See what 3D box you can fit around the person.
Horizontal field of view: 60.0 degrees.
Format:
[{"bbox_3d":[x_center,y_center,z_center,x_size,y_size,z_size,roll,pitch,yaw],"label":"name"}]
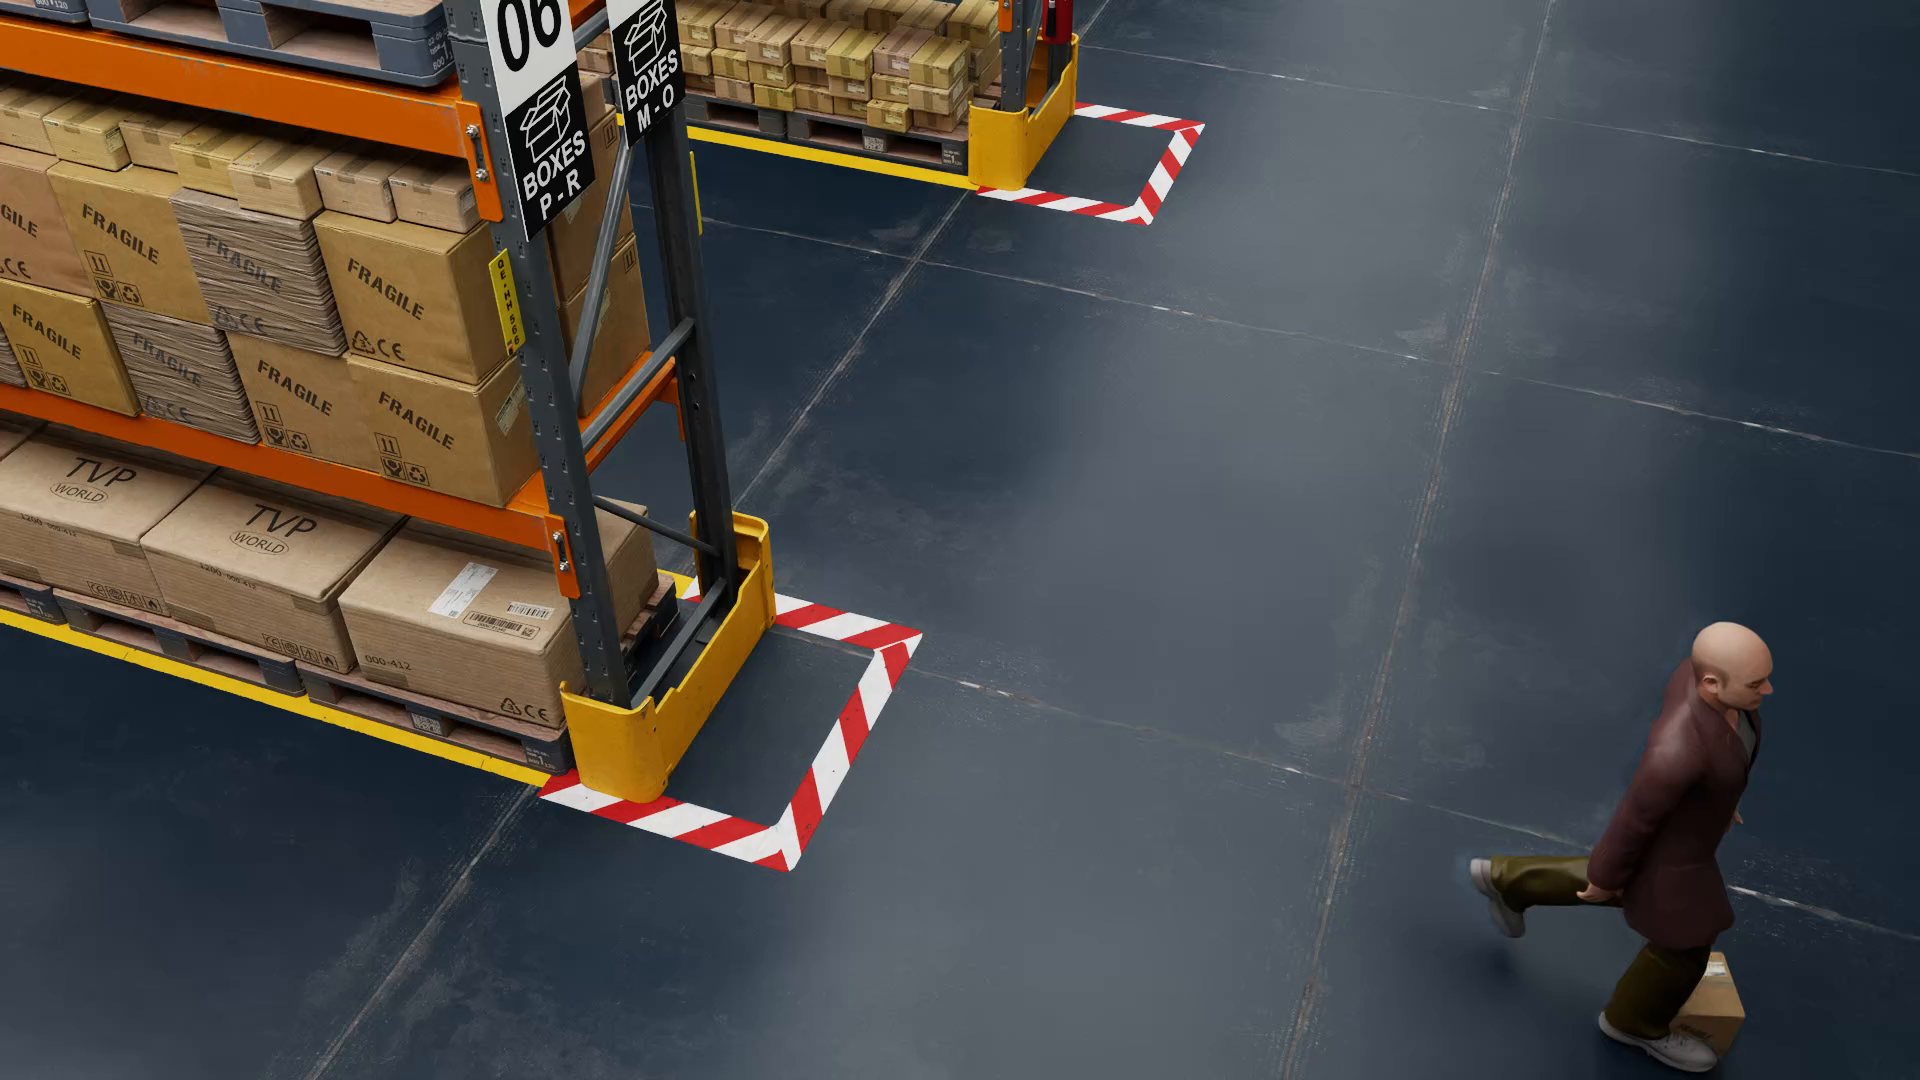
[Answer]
[{"bbox_3d":[2.115,0.890,5.128,0.921,1.730,0.595,19,45,21],"label":"person"}]
